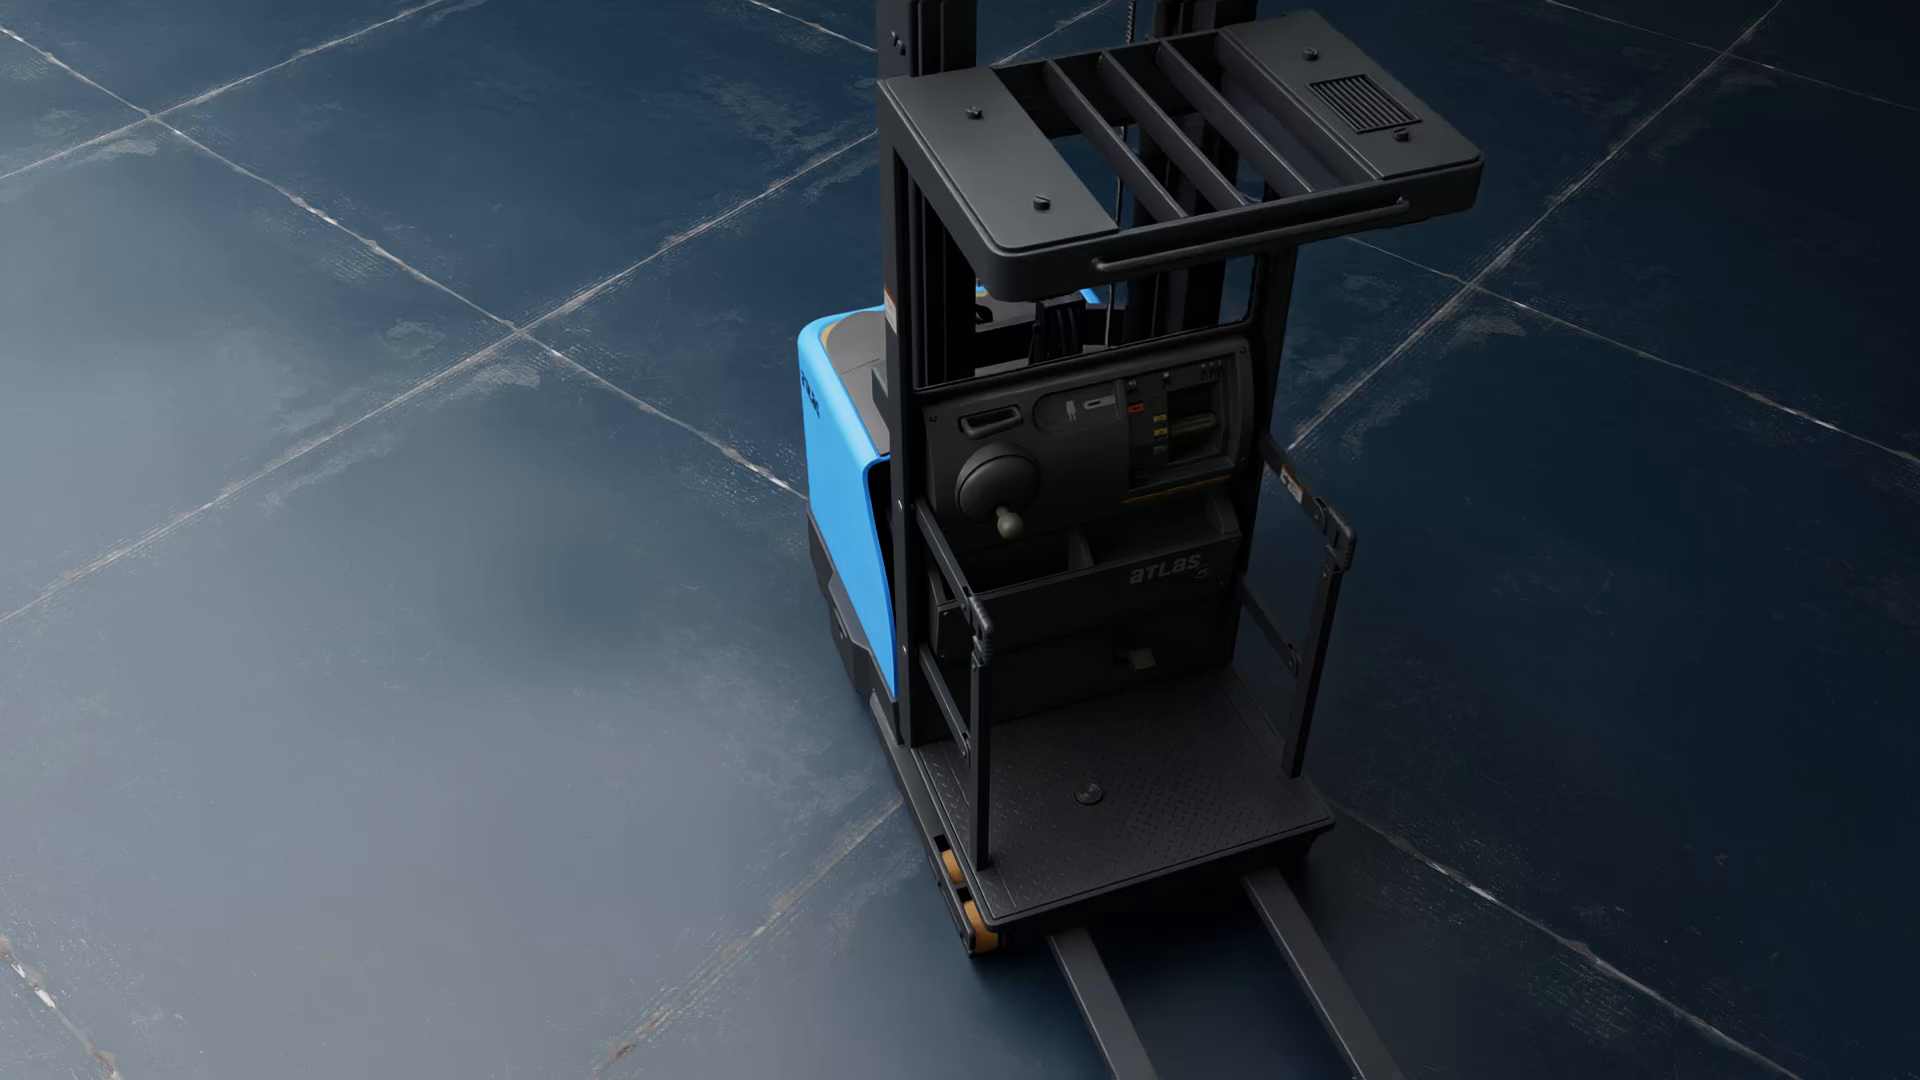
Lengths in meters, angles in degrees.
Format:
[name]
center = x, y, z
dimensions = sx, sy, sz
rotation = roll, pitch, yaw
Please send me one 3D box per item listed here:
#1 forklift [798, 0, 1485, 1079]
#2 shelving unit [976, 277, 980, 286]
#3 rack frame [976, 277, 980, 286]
[forklift]
center = 0.428, -0.184, 4.273
dimensions = 1.130, 2.935, 3.031
rotation = -14, 44, -14
[shelving unit]
center = -0.085, -0.532, 6.055
dimensions = 0.252, 1.050, 0.215
rotation = -14, 44, -15
[rack frame]
center = 0.030, -0.561, 6.087
dimensions = 0.008, 1.050, 0.200
rotation = -14, 44, -15
